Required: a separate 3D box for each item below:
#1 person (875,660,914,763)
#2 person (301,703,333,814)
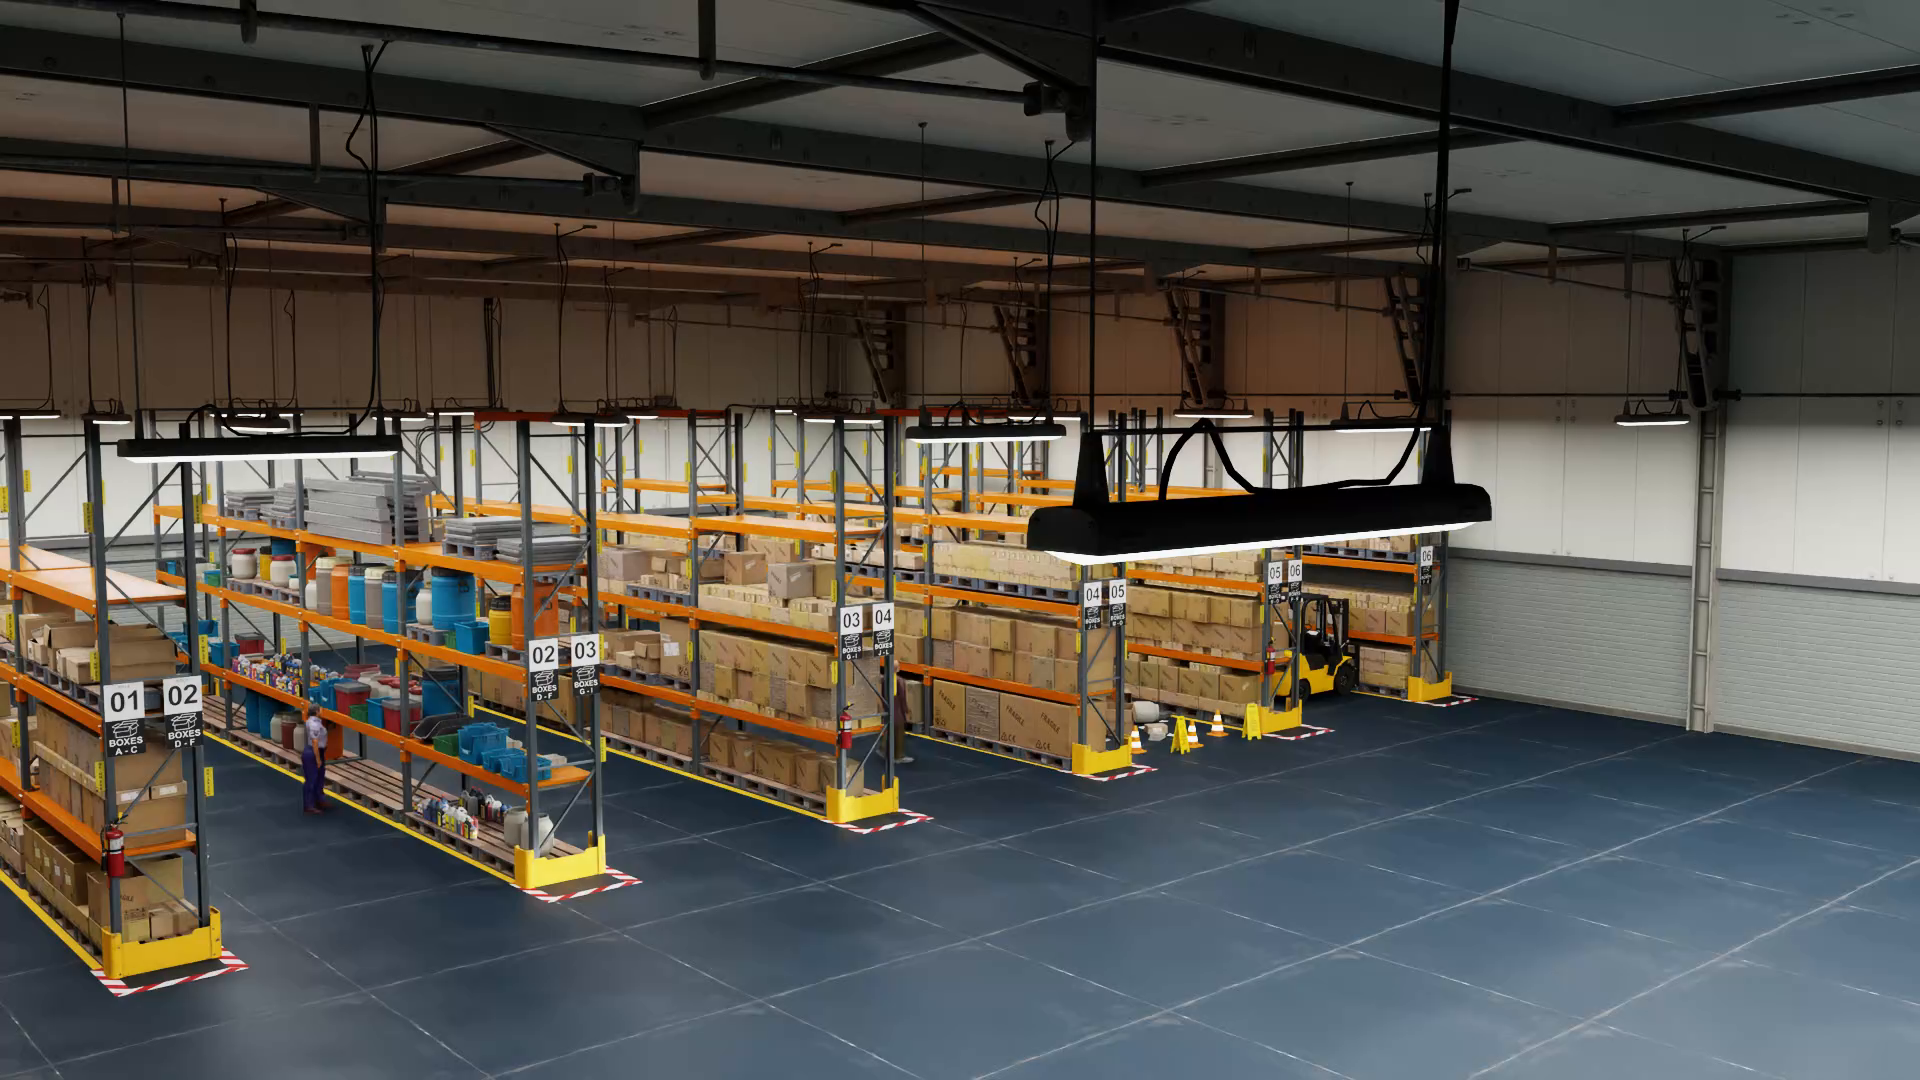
[{"bbox_3d":[-1.101,2.948,28.598,0.554,1.803,0.657,-3,6,-31],"label":"person"},{"bbox_3d":[-9.777,3.294,25.239,0.412,1.664,0.529,-1,5,-12],"label":"person"}]
